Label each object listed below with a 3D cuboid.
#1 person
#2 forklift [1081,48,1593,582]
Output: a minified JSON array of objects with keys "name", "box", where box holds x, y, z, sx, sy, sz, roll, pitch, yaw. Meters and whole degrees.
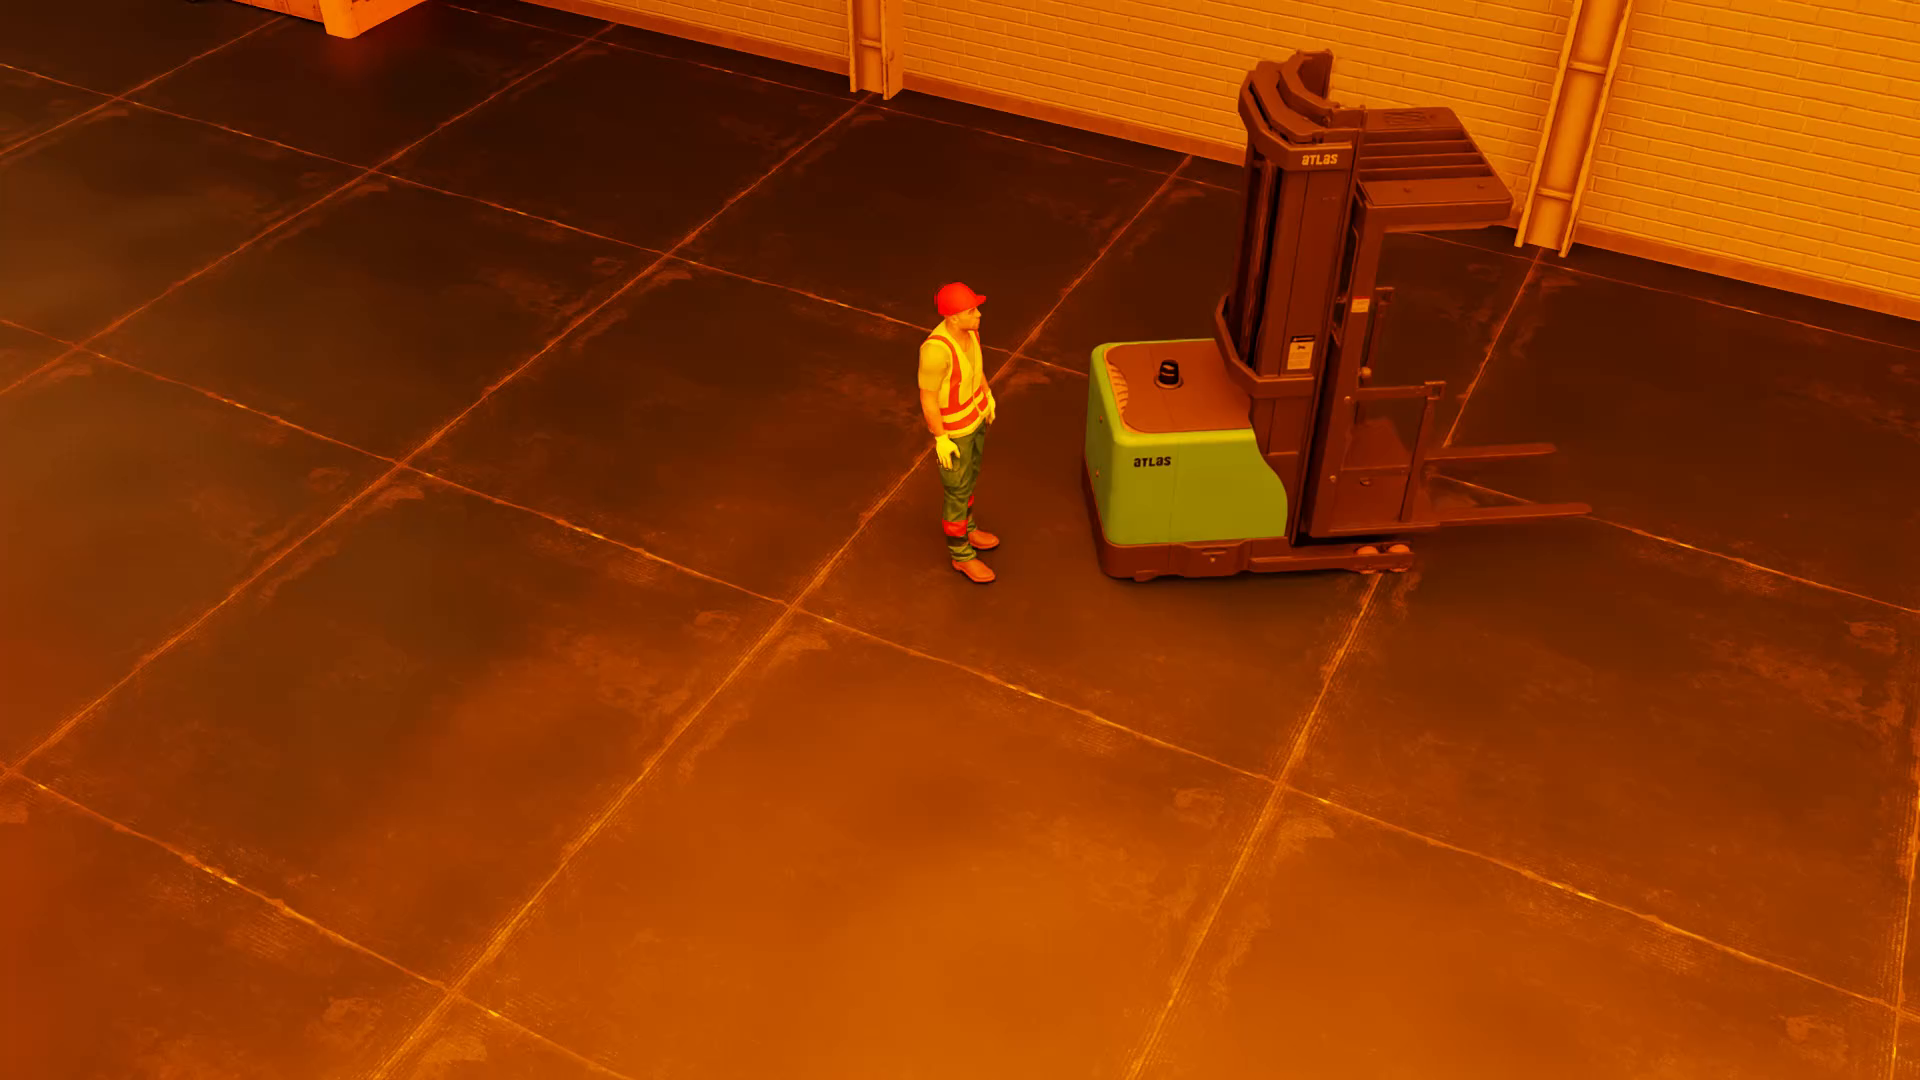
[{"name":"person","box":[0.075,-0.664,9.655,0.560,1.789,0.668,18,43,20]},{"name":"forklift","box":[2.318,-1.257,9.479,3.031,2.935,1.130,-3,40,-4]}]
